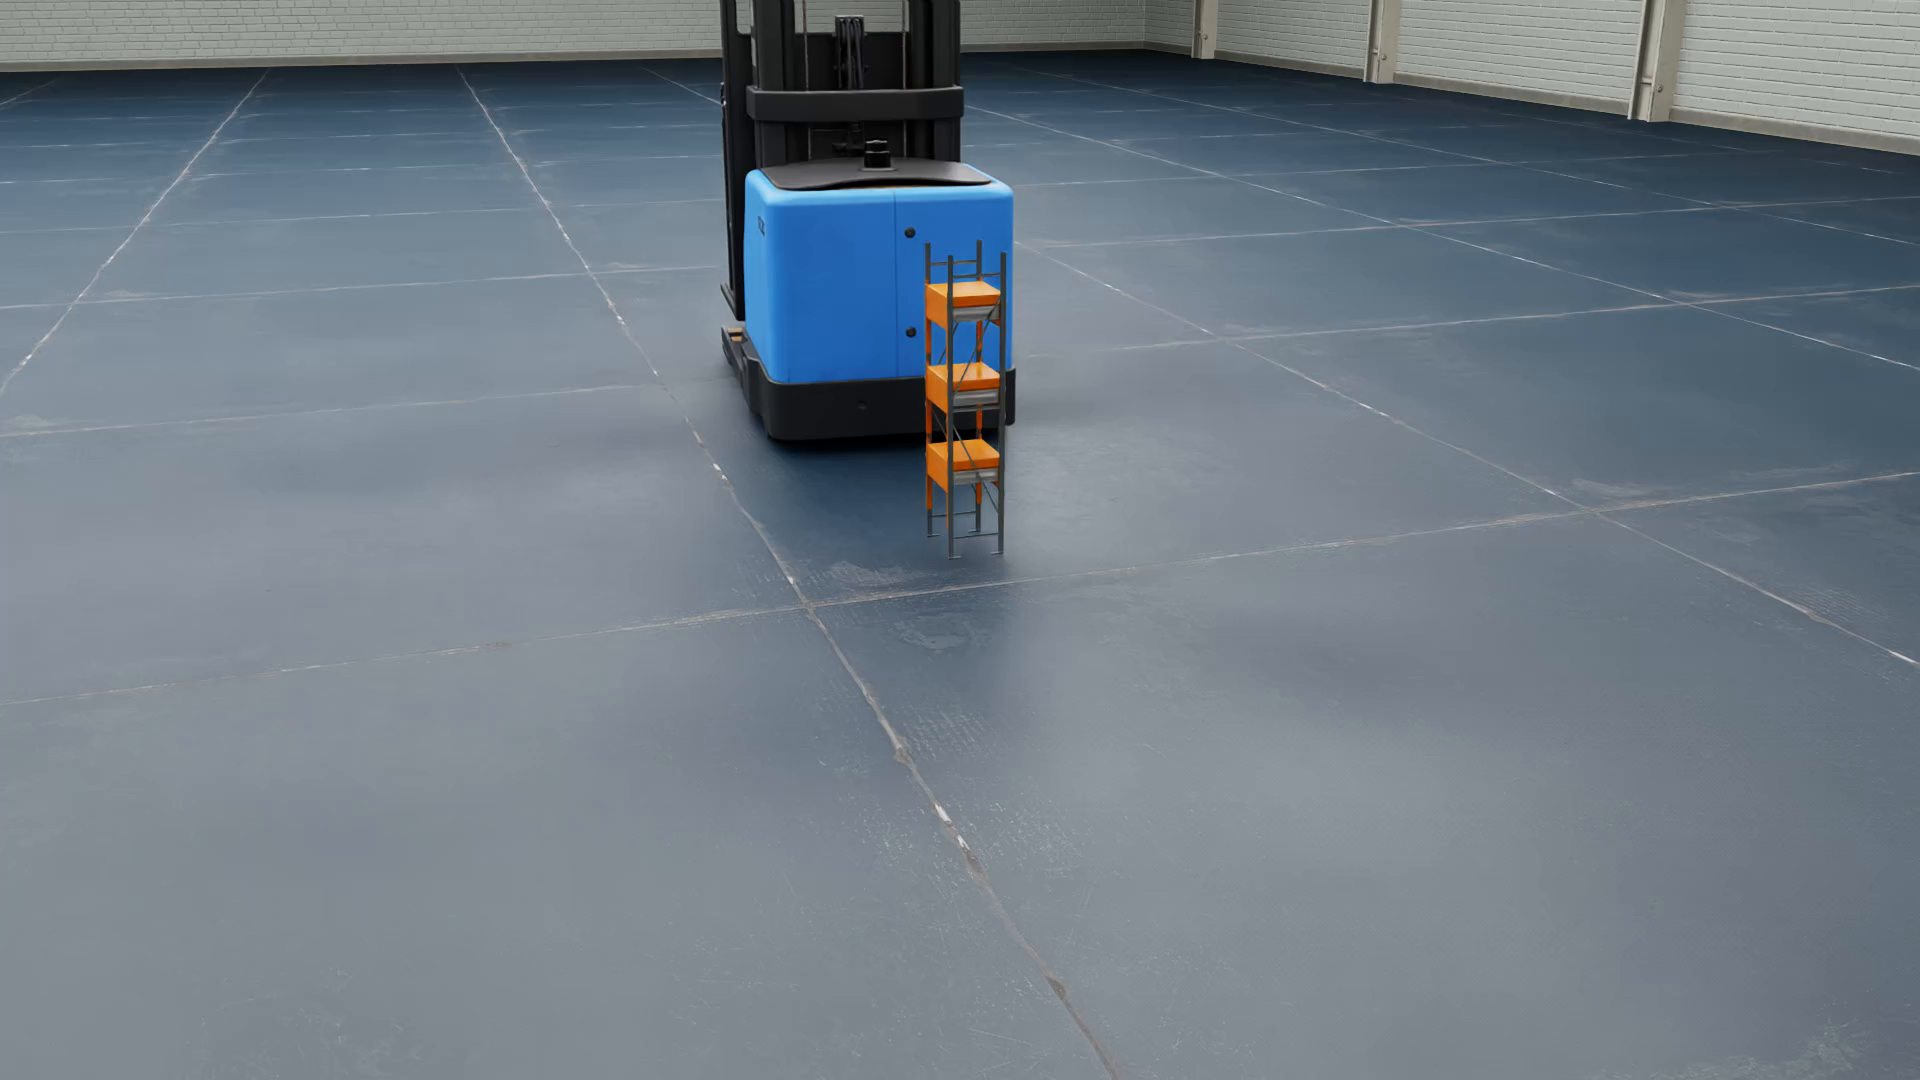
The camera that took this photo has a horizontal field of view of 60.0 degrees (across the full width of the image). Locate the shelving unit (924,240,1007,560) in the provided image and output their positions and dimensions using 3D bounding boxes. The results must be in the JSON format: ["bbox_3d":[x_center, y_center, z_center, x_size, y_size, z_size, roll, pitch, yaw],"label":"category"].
[{"bbox_3d":[0.017,-0.477,5.691,0.215,1.050,0.252,-6,21,-17],"label":"shelving unit"}]

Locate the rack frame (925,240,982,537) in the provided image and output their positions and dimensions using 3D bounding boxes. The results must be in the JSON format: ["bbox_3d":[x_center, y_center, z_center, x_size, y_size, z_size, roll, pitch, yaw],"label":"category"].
[{"bbox_3d":[-0.022,-0.516,5.800,0.200,1.050,0.008,-6,21,-17],"label":"rack frame"}]

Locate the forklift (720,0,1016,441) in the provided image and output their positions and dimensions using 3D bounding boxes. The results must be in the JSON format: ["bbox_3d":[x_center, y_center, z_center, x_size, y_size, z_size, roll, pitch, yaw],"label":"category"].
[{"bbox_3d":[-0.595,-2.251,7.849,1.130,2.935,3.031,-4,20,-12],"label":"forklift"}]

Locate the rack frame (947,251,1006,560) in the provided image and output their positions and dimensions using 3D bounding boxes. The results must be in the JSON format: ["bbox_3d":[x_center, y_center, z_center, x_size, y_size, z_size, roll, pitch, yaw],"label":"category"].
[{"bbox_3d":[0.055,-0.438,5.582,0.200,1.050,0.008,-6,21,-17],"label":"rack frame"}]

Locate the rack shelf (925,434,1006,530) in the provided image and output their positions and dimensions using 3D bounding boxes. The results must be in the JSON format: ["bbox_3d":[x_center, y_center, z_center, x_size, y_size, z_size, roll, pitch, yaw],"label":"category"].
[{"bbox_3d":[0.017,-0.205,5.789,0.215,0.259,0.240,-6,21,-17],"label":"rack shelf"}]

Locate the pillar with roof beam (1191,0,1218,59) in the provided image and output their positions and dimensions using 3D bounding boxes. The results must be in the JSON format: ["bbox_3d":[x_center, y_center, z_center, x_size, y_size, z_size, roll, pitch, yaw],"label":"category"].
[{"bbox_3d":[0.402,-12.666,27.869,9.100,9.000,0.400,-6,21,-17],"label":"pillar with roof beam"}]

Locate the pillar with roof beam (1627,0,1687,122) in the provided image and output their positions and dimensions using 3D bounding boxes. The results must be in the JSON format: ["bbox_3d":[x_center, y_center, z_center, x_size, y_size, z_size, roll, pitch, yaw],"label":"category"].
[{"bbox_3d":[4.173,-8.815,17.148,9.100,9.000,0.400,-6,21,-17],"label":"pillar with roof beam"}]

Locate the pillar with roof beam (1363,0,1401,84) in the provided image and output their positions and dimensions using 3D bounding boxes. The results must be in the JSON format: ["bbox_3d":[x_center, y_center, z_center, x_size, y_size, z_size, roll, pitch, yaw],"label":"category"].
[{"bbox_3d":[2.287,-10.741,22.508,9.100,9.000,0.400,-6,21,-17],"label":"pillar with roof beam"}]

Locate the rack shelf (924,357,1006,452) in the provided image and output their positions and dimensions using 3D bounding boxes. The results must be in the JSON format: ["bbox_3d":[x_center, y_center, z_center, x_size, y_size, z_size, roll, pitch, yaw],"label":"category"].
[{"bbox_3d":[0.017,-0.467,5.695,0.215,0.259,0.240,-6,21,-17],"label":"rack shelf"}]

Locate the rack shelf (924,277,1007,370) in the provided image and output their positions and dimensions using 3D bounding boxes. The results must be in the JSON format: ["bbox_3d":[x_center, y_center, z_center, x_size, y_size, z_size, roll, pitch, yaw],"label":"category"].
[{"bbox_3d":[0.017,-0.734,5.599,0.215,0.259,0.240,-6,21,-17],"label":"rack shelf"}]
